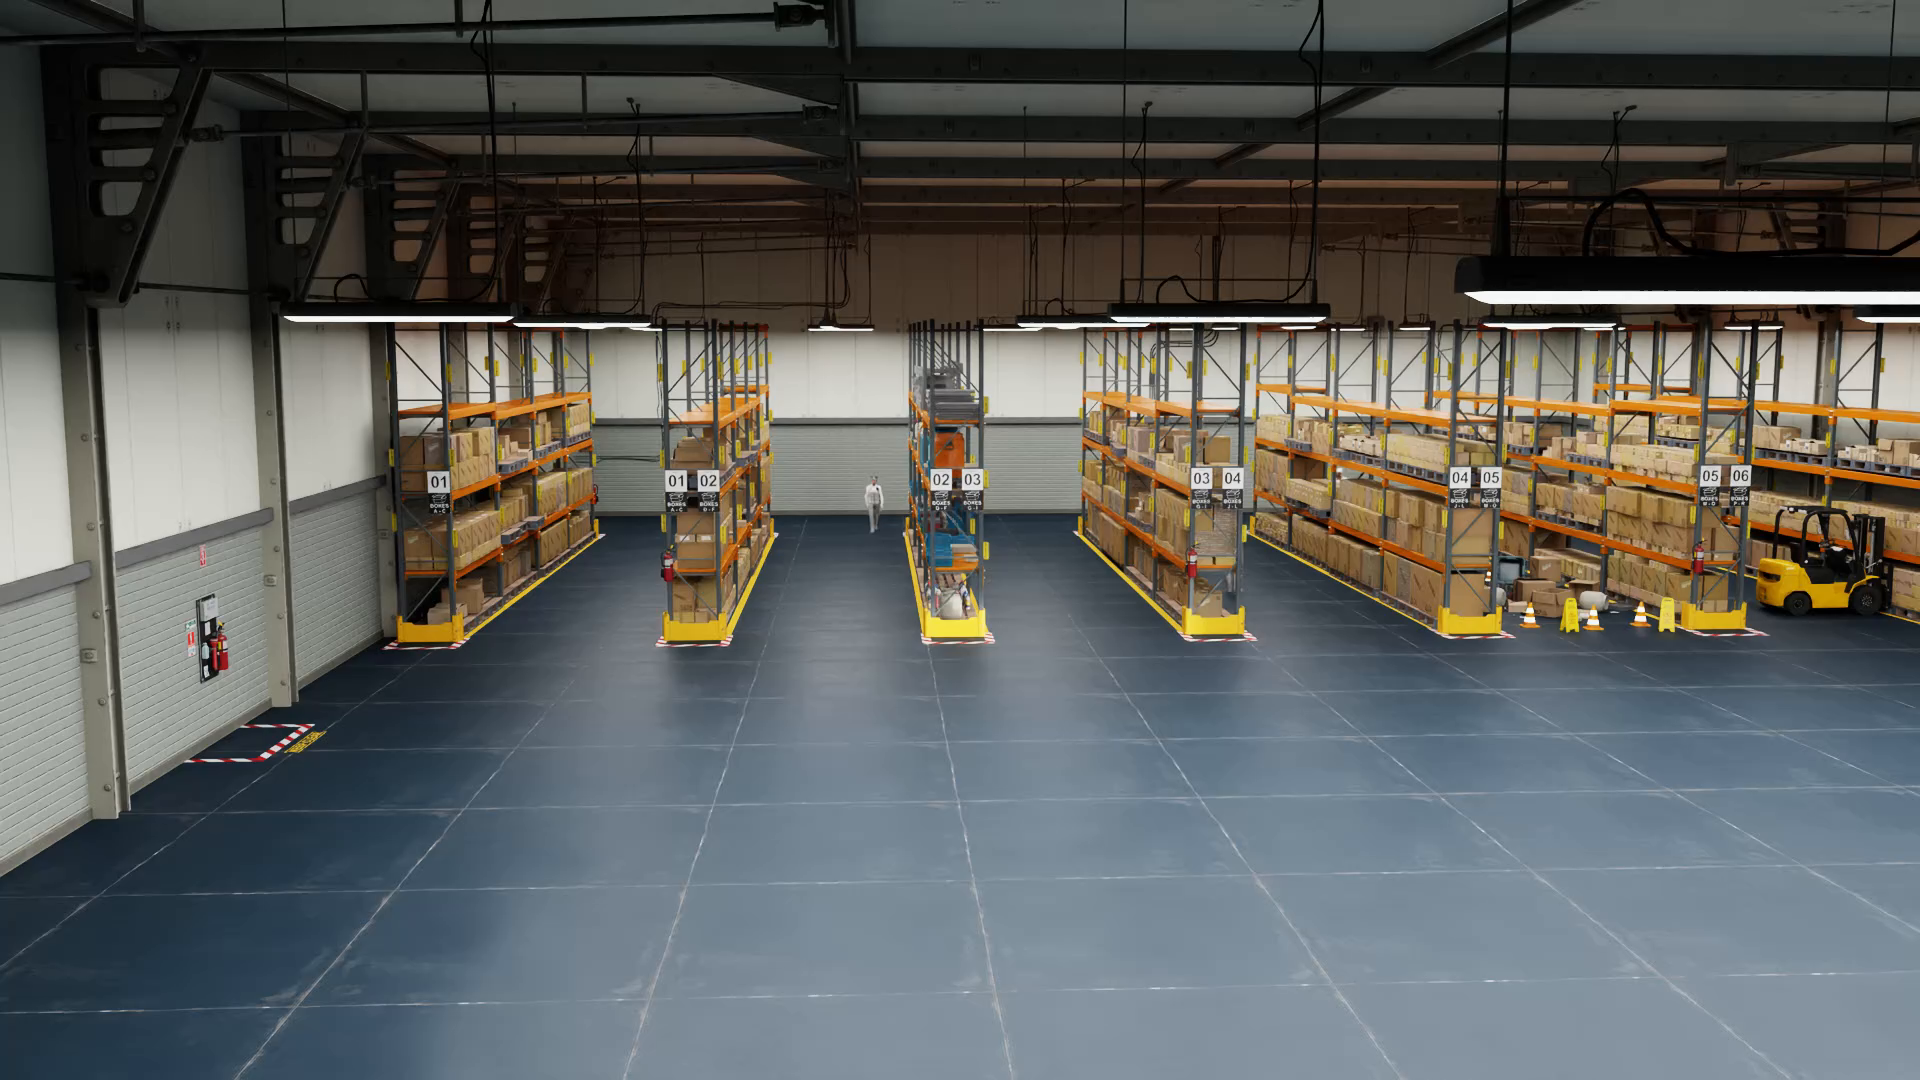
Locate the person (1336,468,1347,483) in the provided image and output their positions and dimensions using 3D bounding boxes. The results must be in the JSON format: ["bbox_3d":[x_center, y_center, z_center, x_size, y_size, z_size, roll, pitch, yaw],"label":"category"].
[{"bbox_3d":[11.430,-1.320,50.086,1.021,1.726,0.564,-3,8,-22],"label":"person"}]

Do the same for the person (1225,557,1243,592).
[{"bbox_3d":[6.033,0.337,36.974,0.512,1.674,0.516,0,7,0],"label":"person"}]

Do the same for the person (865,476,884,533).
[{"bbox_3d":[-2.490,-1.065,48.286,0.528,1.615,1.033,-1,7,-6],"label":"person"}]
